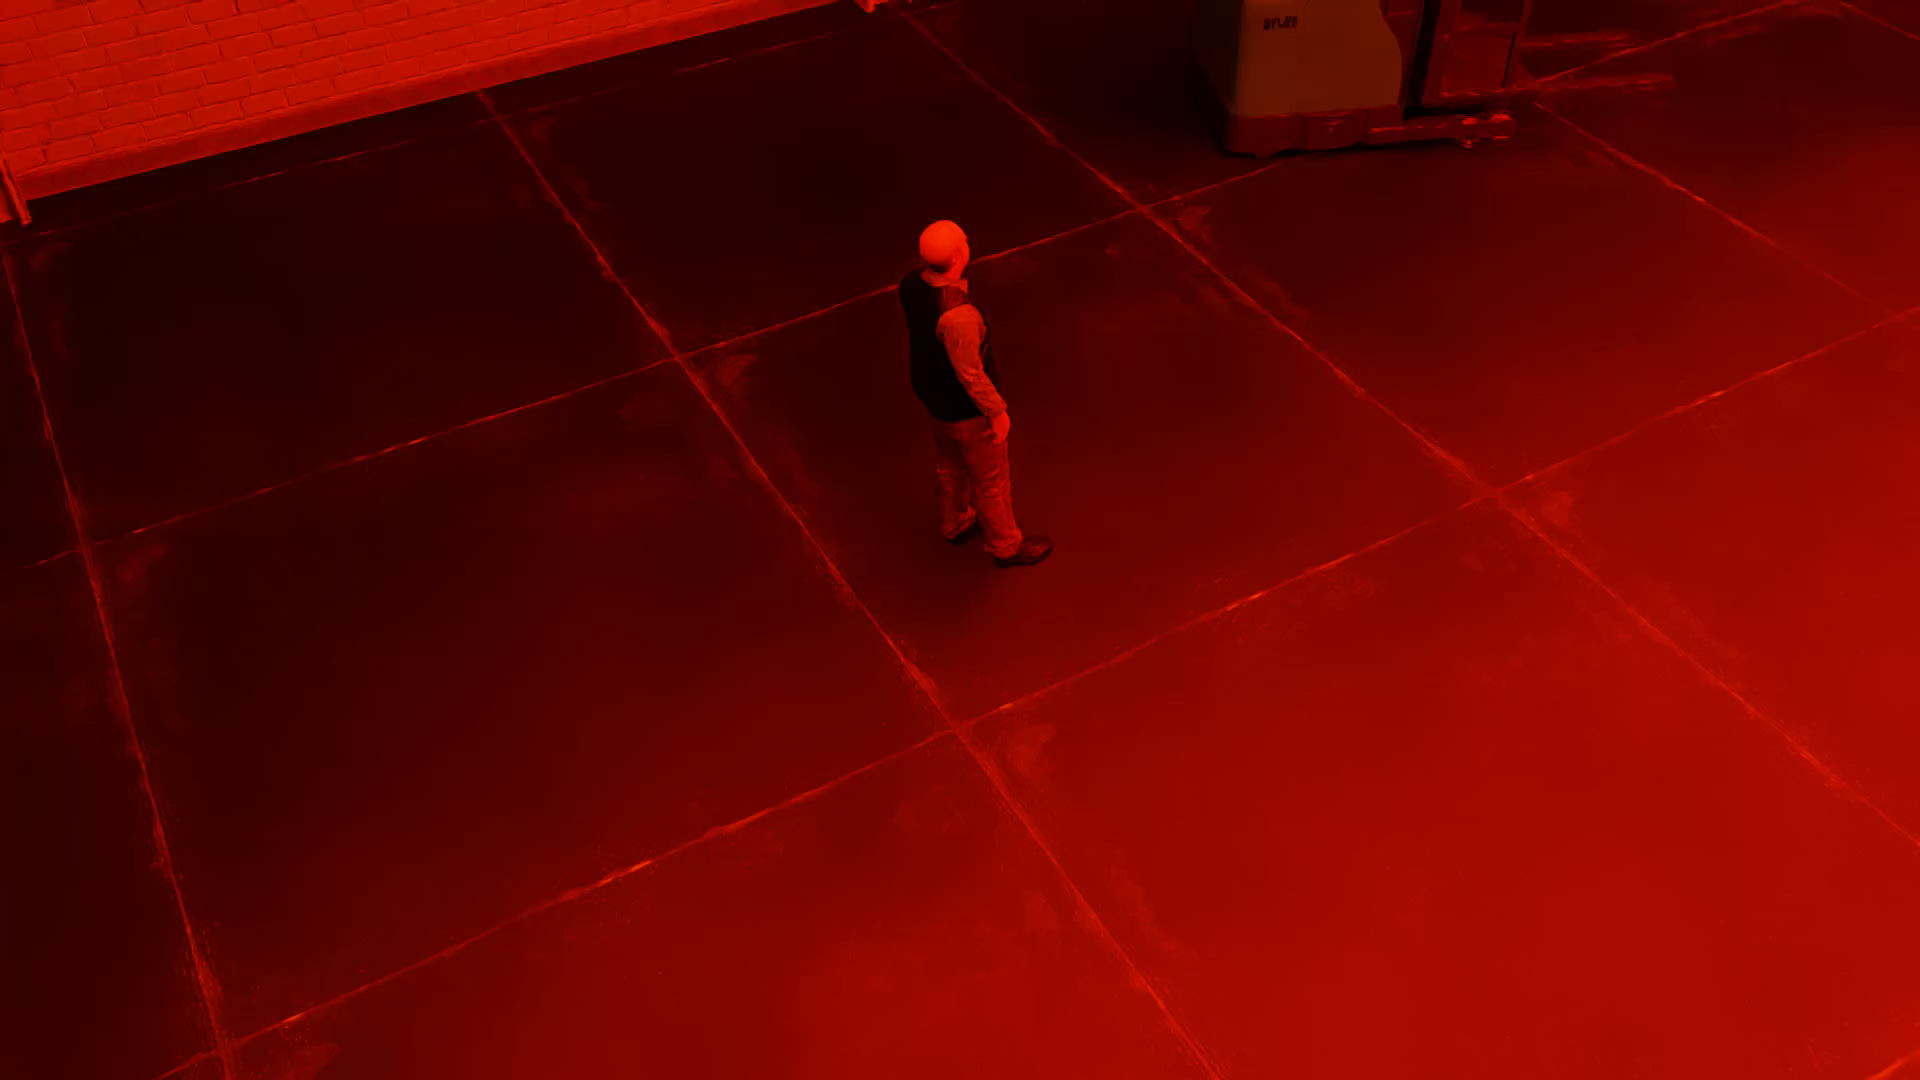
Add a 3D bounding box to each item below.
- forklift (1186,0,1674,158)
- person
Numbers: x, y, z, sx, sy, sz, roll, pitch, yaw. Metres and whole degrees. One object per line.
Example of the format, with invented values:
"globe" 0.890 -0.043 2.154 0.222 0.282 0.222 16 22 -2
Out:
"forklift" 3.067 -3.944 9.950 3.031 2.935 1.130 -7 43 -7
"person" 0.058 -0.653 7.281 0.567 1.720 0.632 -21 47 -21
